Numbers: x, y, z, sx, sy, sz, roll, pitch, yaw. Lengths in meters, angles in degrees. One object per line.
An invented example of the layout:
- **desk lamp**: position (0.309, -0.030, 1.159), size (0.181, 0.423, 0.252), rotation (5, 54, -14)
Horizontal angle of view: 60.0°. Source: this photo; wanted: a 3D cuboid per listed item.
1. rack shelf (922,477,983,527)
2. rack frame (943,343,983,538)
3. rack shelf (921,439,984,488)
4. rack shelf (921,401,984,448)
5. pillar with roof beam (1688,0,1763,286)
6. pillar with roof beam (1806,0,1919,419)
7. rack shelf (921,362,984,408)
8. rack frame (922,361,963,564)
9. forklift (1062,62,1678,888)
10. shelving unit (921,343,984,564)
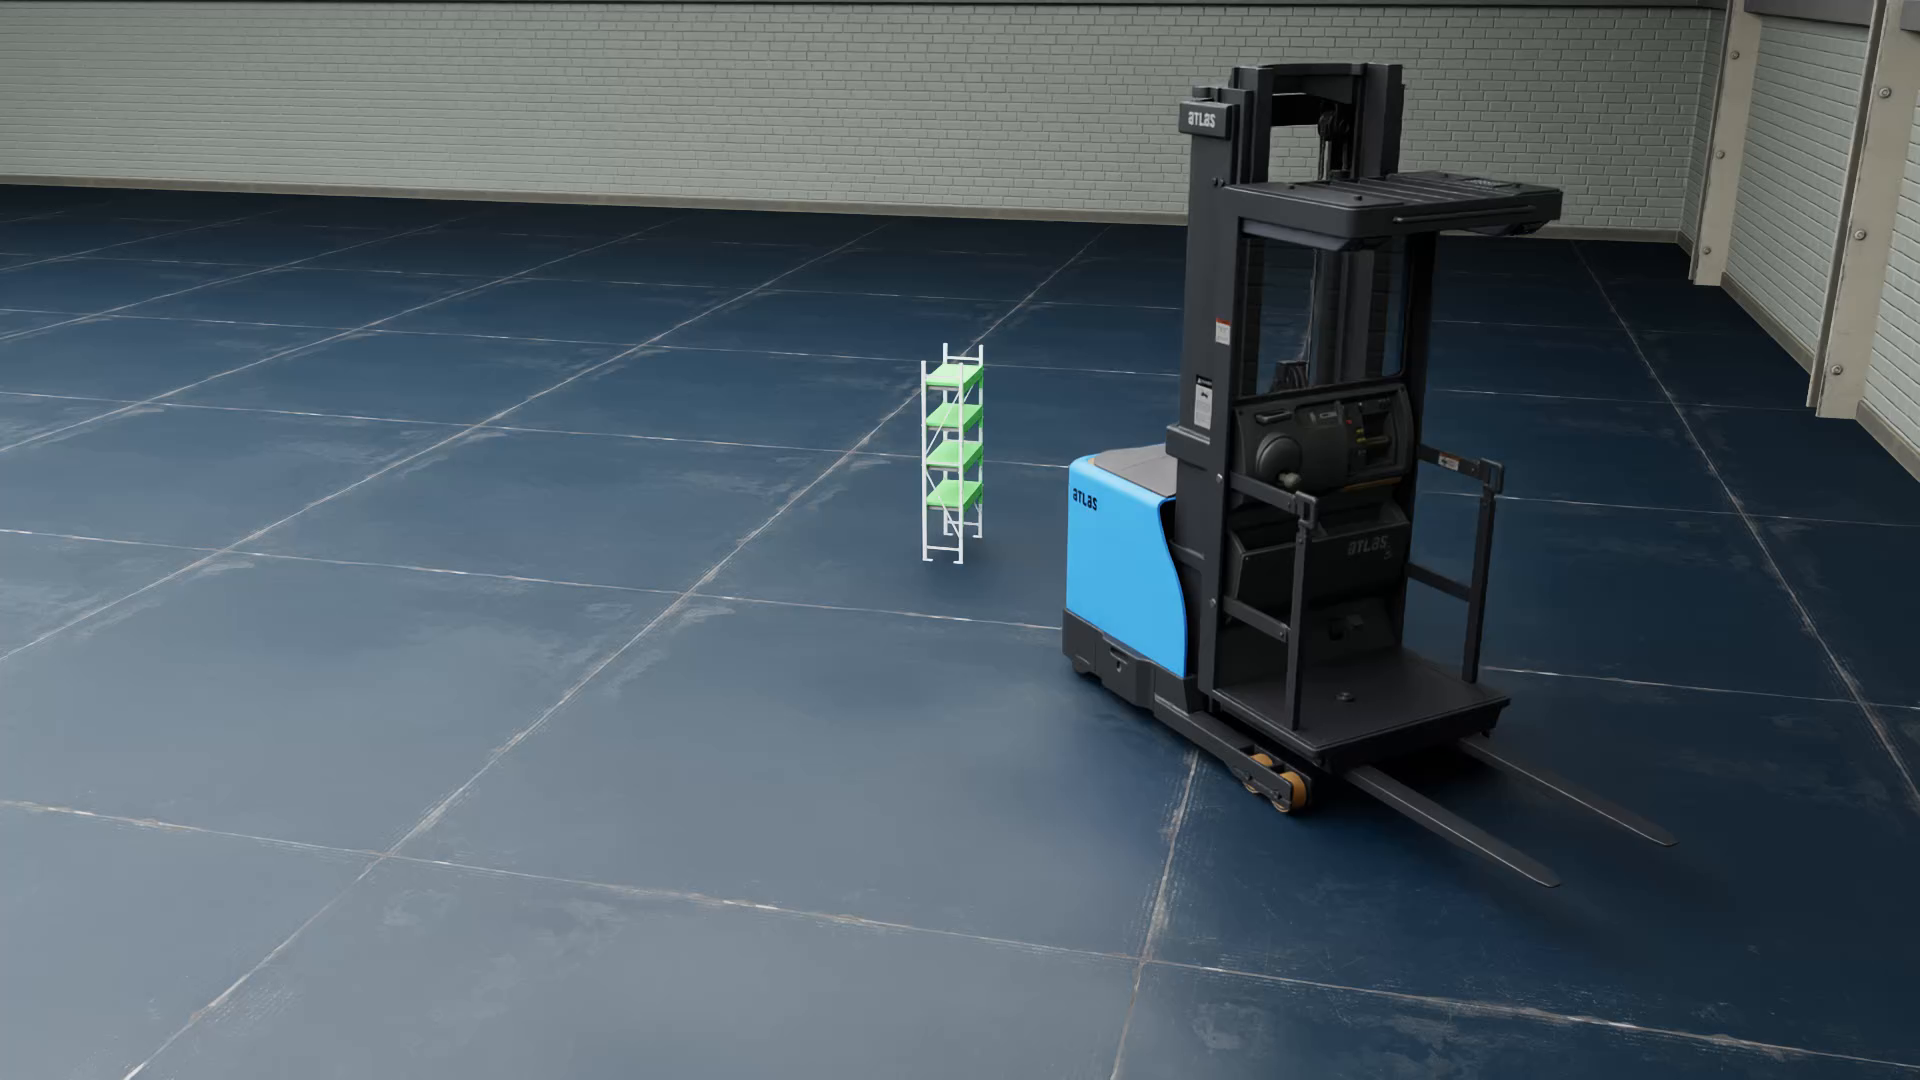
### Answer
- **rack shelf**: position (-0.040, -0.228, 9.940), size (0.258, 0.148, 0.480), rotation (5, 19, 13)
- **rack frame**: position (0.019, -0.592, 10.066), size (0.240, 1.200, 0.015), rotation (5, 19, 13)
- **rack shelf**: position (-0.040, -0.455, 9.862), size (0.258, 0.148, 0.480), rotation (5, 19, 13)
- **rack shelf**: position (-0.040, -0.683, 9.785), size (0.258, 0.148, 0.480), rotation (5, 19, 13)
- **pillar with roof beam**: position (4.192, -7.491, 18.196), size (9.100, 9.000, 0.400), rotation (5, 19, 13)
- **pillar with roof beam**: position (2.726, -5.610, 12.690), size (9.100, 9.000, 0.400), rotation (5, 19, 13)
- **rack shelf**: position (-0.040, -0.910, 9.707), size (0.258, 0.148, 0.480), rotation (5, 19, 13)
- **rack frame**: position (-0.100, -0.439, 9.618), size (0.240, 1.200, 0.015), rotation (5, 19, 13)
- **forklift**: position (1.661, -0.426, 6.900), size (1.130, 2.935, 3.031), rotation (-10, 21, -27)
- **shelving unit**: position (-0.040, -0.516, 9.842), size (0.258, 1.200, 0.503), rotation (5, 19, 13)
